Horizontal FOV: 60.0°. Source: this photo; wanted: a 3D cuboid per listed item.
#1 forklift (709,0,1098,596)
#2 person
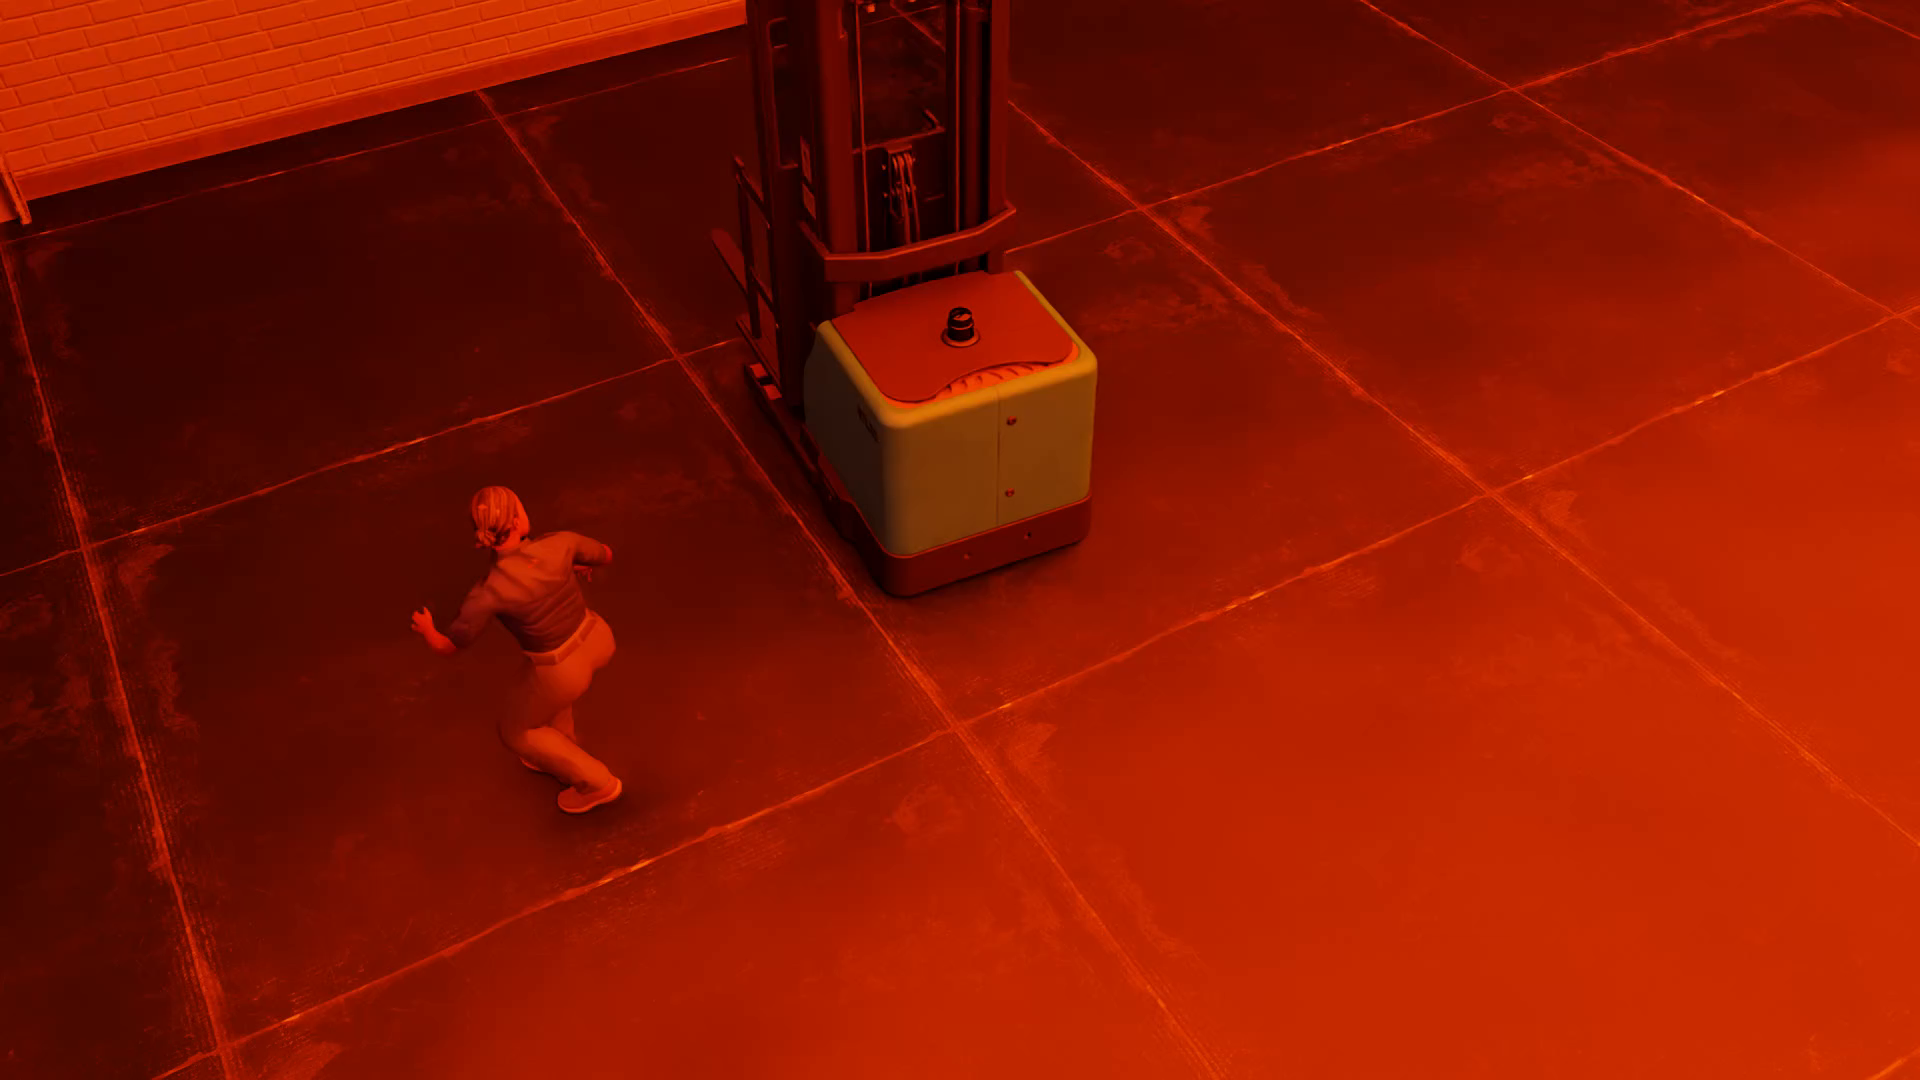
[{"bbox_3d":[-0.472,-1.828,7.669,1.130,2.935,3.031,-18,46,-18],"label":"forklift"},{"bbox_3d":[-1.636,0.363,6.325,0.748,1.548,0.760,21,47,21],"label":"person"}]
